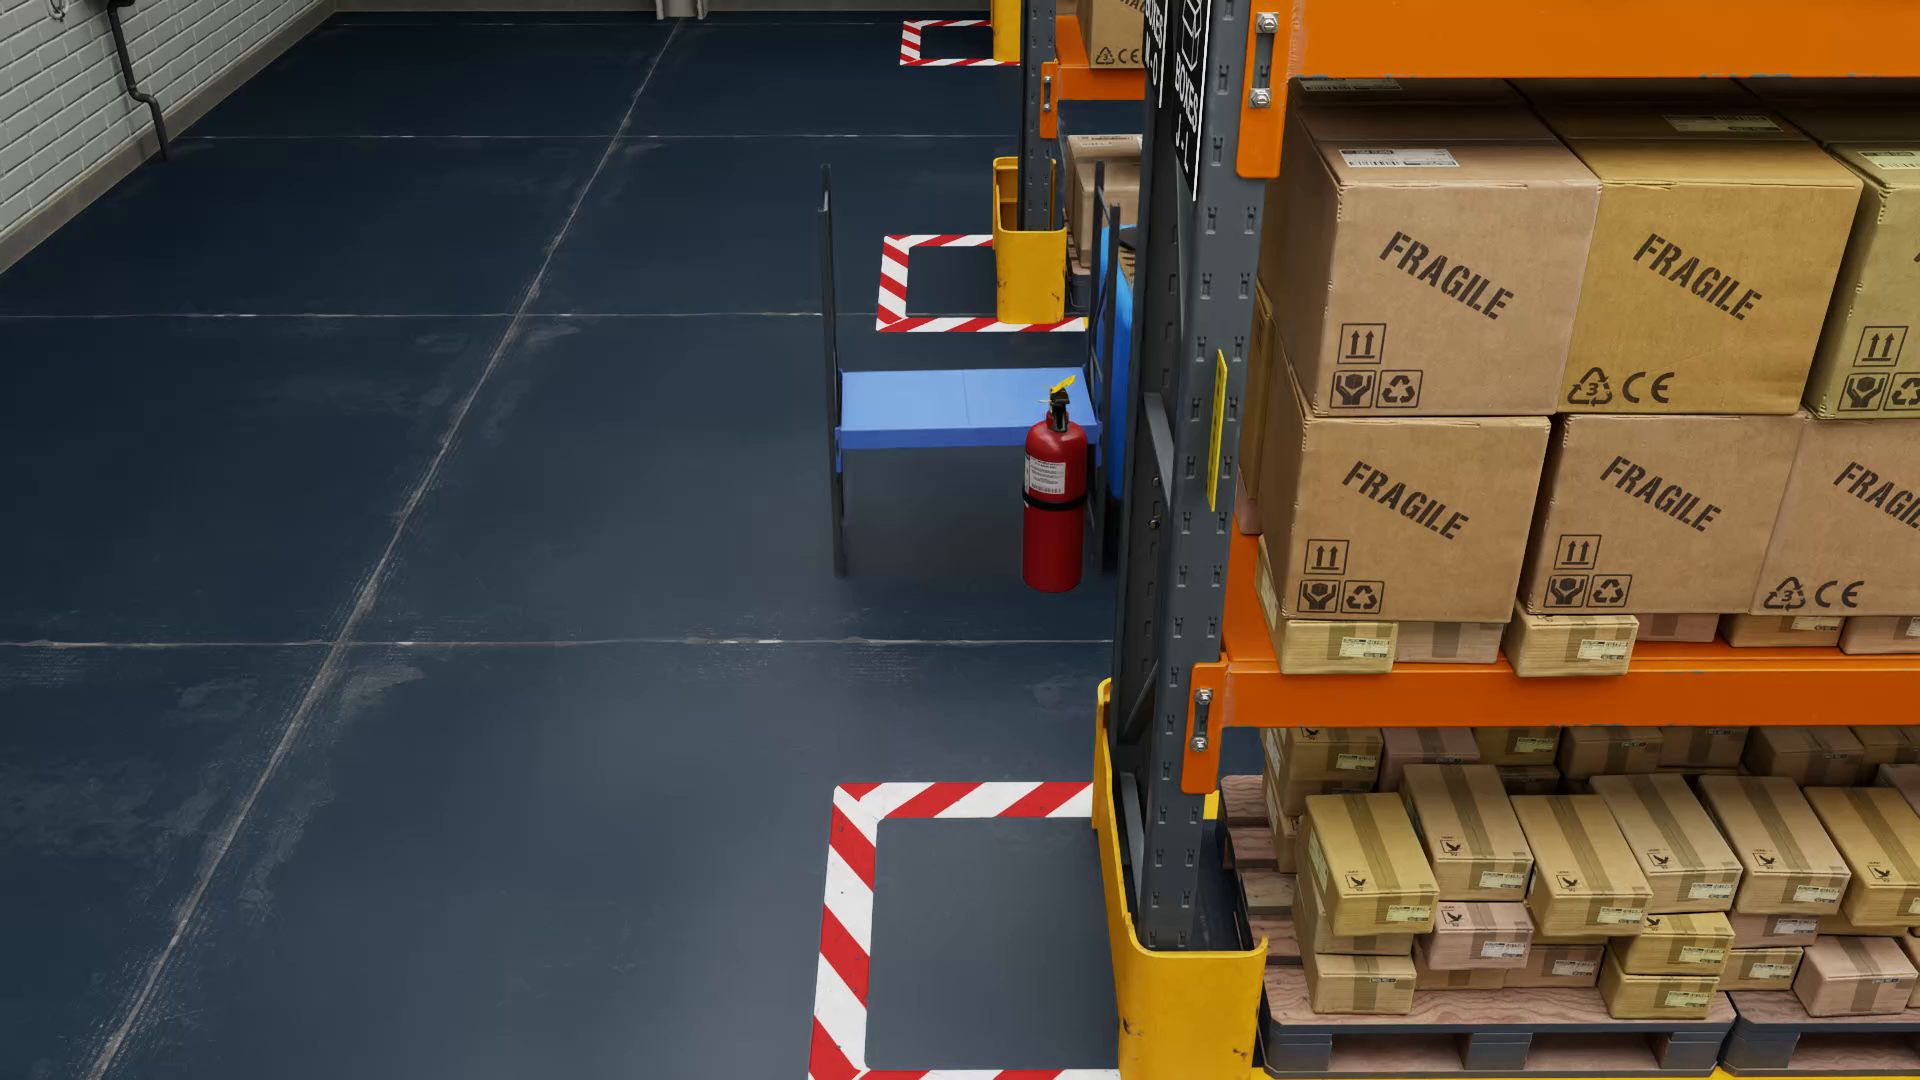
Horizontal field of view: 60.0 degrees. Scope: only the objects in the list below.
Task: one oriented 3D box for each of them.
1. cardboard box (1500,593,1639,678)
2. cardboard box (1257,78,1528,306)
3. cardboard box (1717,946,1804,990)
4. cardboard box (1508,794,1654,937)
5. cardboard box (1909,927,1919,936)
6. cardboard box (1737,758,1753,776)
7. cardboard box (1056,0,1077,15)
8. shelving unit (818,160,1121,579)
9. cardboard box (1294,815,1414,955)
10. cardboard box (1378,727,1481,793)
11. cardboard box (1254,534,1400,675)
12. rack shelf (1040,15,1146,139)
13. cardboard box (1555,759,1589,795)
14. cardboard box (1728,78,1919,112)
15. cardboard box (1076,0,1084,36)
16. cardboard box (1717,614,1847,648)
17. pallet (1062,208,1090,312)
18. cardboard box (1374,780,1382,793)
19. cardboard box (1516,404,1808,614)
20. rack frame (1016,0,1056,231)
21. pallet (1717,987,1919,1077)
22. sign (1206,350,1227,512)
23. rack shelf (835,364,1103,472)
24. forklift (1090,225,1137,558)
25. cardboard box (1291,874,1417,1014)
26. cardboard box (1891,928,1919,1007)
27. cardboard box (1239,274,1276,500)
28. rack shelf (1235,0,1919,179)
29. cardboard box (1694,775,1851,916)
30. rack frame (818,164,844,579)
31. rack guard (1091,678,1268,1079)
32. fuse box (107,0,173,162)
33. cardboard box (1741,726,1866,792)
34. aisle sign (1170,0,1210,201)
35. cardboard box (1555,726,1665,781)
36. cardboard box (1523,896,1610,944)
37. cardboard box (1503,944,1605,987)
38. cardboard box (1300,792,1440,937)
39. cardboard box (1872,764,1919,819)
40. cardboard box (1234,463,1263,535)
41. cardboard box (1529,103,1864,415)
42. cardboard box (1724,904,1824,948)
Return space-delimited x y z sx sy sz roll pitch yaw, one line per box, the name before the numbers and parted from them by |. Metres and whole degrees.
cardboard box | 1.368 0.149 3.856 0.250 0.149 0.380 -1 31 -2
cardboard box | 0.974 -0.860 3.929 0.500 0.500 0.500 -1 31 -1
cardboard box | 2.064 1.029 4.505 0.250 0.149 0.380 0 31 0
cardboard box | 1.572 0.829 4.261 0.250 0.149 0.380 0 31 0
cardboard box | 2.625 0.880 4.464 0.250 0.149 0.380 1 31 2
cardboard box | 2.338 0.628 4.880 0.250 0.149 0.380 1 31 2
cardboard box | 0.966 -4.340 13.012 0.637 0.503 0.797 -1 31 -2
shelving unit | 0.023 -0.633 6.347 1.048 1.500 0.538 -1 31 -2
cardboard box | 1.044 0.911 4.413 0.250 0.149 0.380 1 31 2
cardboard box | 1.298 0.548 4.725 0.250 0.149 0.380 0 31 1
cardboard box | 0.844 0.144 3.863 0.250 0.149 0.380 0 31 -1
rack shelf | 2.387 -2.399 8.505 4.000 0.370 1.077 0 31 0
cardboard box | 1.833 0.680 4.794 0.250 0.149 0.380 -1 31 -1
cardboard box | 2.001 -0.868 3.942 0.500 0.500 0.500 1 31 2
cardboard box | 0.868 -2.881 8.511 0.500 0.500 0.500 0 31 0
cardboard box | 1.897 0.089 3.955 0.250 0.149 0.380 0 31 -1
pallet | 1.186 -1.551 9.102 1.213 0.211 1.003 0 31 0
cardboard box | 1.306 0.657 4.832 0.250 0.149 0.380 -1 31 -1
cardboard box | 1.504 -0.175 3.764 0.500 0.500 0.500 0 31 0
rack frame | 0.387 -2.700 8.308 0.127 3.000 1.000 0 31 0
pallet | 2.624 1.073 4.778 1.213 0.211 1.003 0 31 0
sign | 0.521 -0.221 3.388 0.005 0.325 0.100 0 31 0
rack shelf | 0.023 -0.479 6.440 1.000 0.185 0.538 -1 31 -2
forklift | 2.062 -1.424 6.272 3.031 2.935 1.130 -2 31 -3
cardboard box | 1.044 1.071 4.436 0.250 0.149 0.380 0 31 1
cardboard box | 2.591 1.059 4.456 0.250 0.149 0.380 0 31 0
cardboard box | 0.966 -0.437 4.196 0.500 0.500 0.500 0 31 1
rack shelf | 2.518 -1.114 3.496 4.000 0.370 1.077 0 31 0
cardboard box | 2.097 0.790 4.327 0.250 0.149 0.380 1 31 2
rack frame | -0.485 -0.620 6.326 0.032 1.500 0.500 -1 31 -2
rack guard | 0.594 0.936 4.725 0.348 0.500 1.175 0 31 0
fuse box | -5.118 -3.209 10.390 0.414 1.711 0.539 0 31 0
cardboard box | 2.348 0.541 4.737 0.250 0.149 0.380 -1 31 -2
aisle sign | 0.447 -1.088 3.146 0.004 0.787 0.394 0 31 0
cardboard box | 1.815 0.514 4.782 0.250 0.149 0.380 -1 31 -2
cardboard box | 1.562 0.893 4.443 0.250 0.149 0.380 0 31 0
cardboard box | 1.553 1.024 4.515 0.250 0.149 0.380 0 31 0
cardboard box | 1.044 0.827 4.265 0.250 0.149 0.380 -2 31 -3
cardboard box | 2.611 0.762 4.372 0.250 0.149 0.380 0 31 0
cardboard box | 0.842 -0.173 4.385 0.250 0.149 0.380 0 31 0
cardboard box | 1.473 -0.599 3.498 0.500 0.500 0.500 1 31 1
cardboard box | 2.084 0.898 4.435 0.250 0.149 0.380 -2 31 -3
